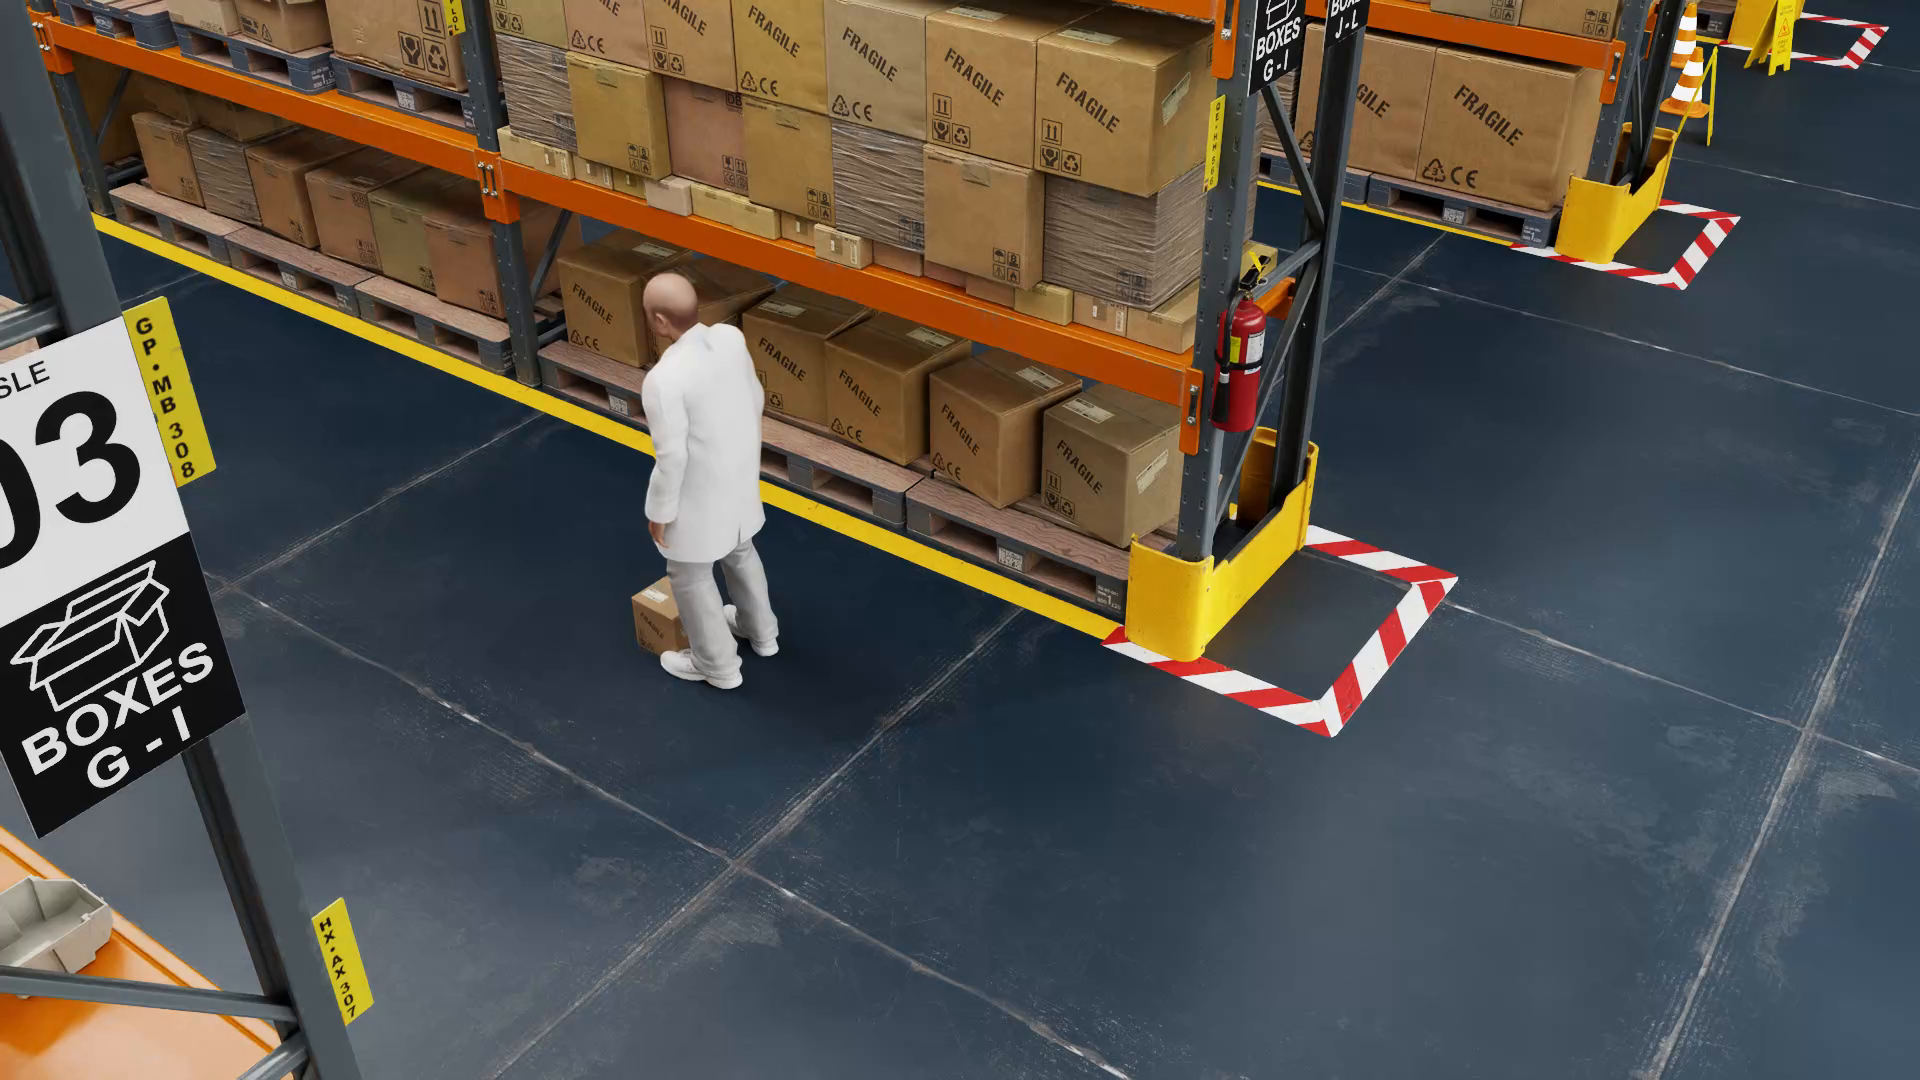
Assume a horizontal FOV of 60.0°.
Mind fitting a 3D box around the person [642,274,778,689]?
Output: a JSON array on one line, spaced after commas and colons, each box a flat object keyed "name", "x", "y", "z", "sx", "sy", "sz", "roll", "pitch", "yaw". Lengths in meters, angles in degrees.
[{"name": "person", "x": -0.995, "y": -0.215, "z": 6.475, "sx": 0.429, "sy": 1.772, "sz": 0.649, "roll": 19, "pitch": 38, "yaw": 25}]
